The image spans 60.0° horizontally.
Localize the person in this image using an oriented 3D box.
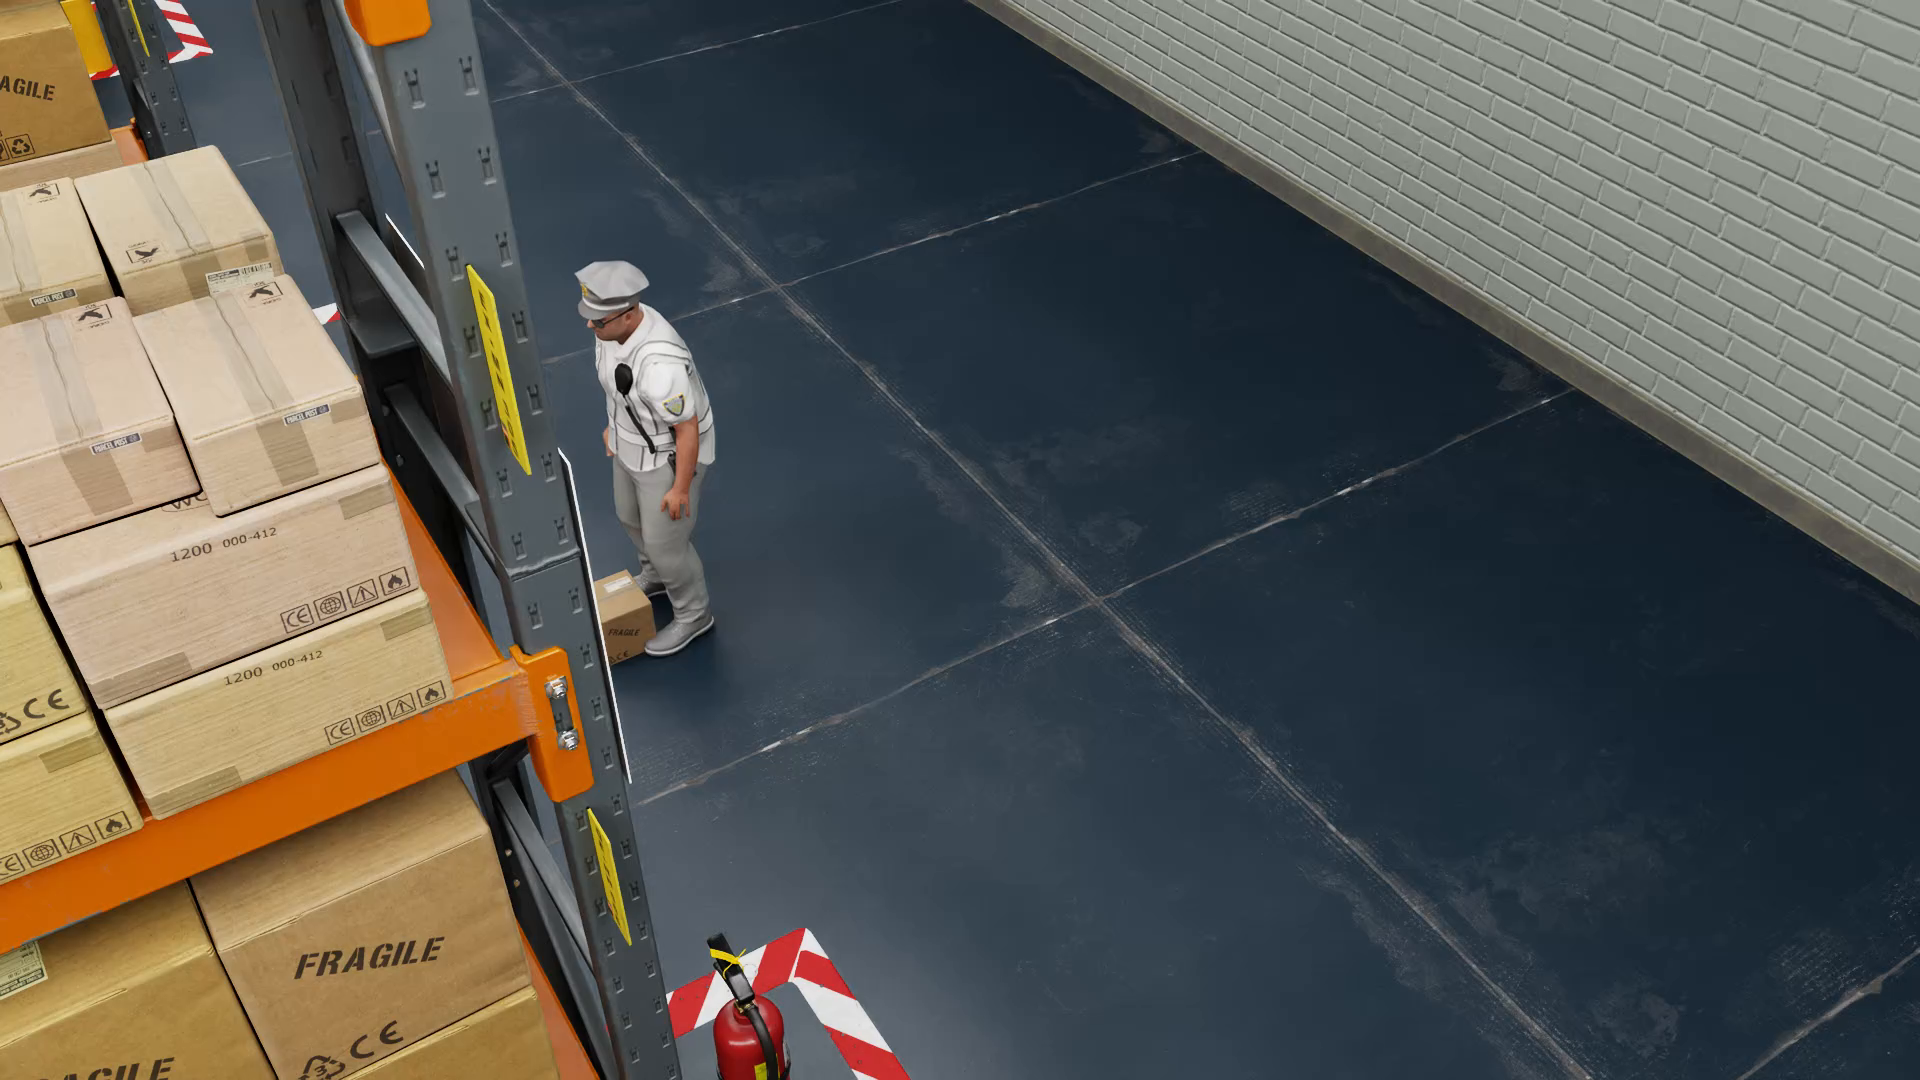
[{"bbox_3d":[-1.207,-0.340,6.549,0.448,1.747,0.602,-25,47,-27],"label":"person"}]
